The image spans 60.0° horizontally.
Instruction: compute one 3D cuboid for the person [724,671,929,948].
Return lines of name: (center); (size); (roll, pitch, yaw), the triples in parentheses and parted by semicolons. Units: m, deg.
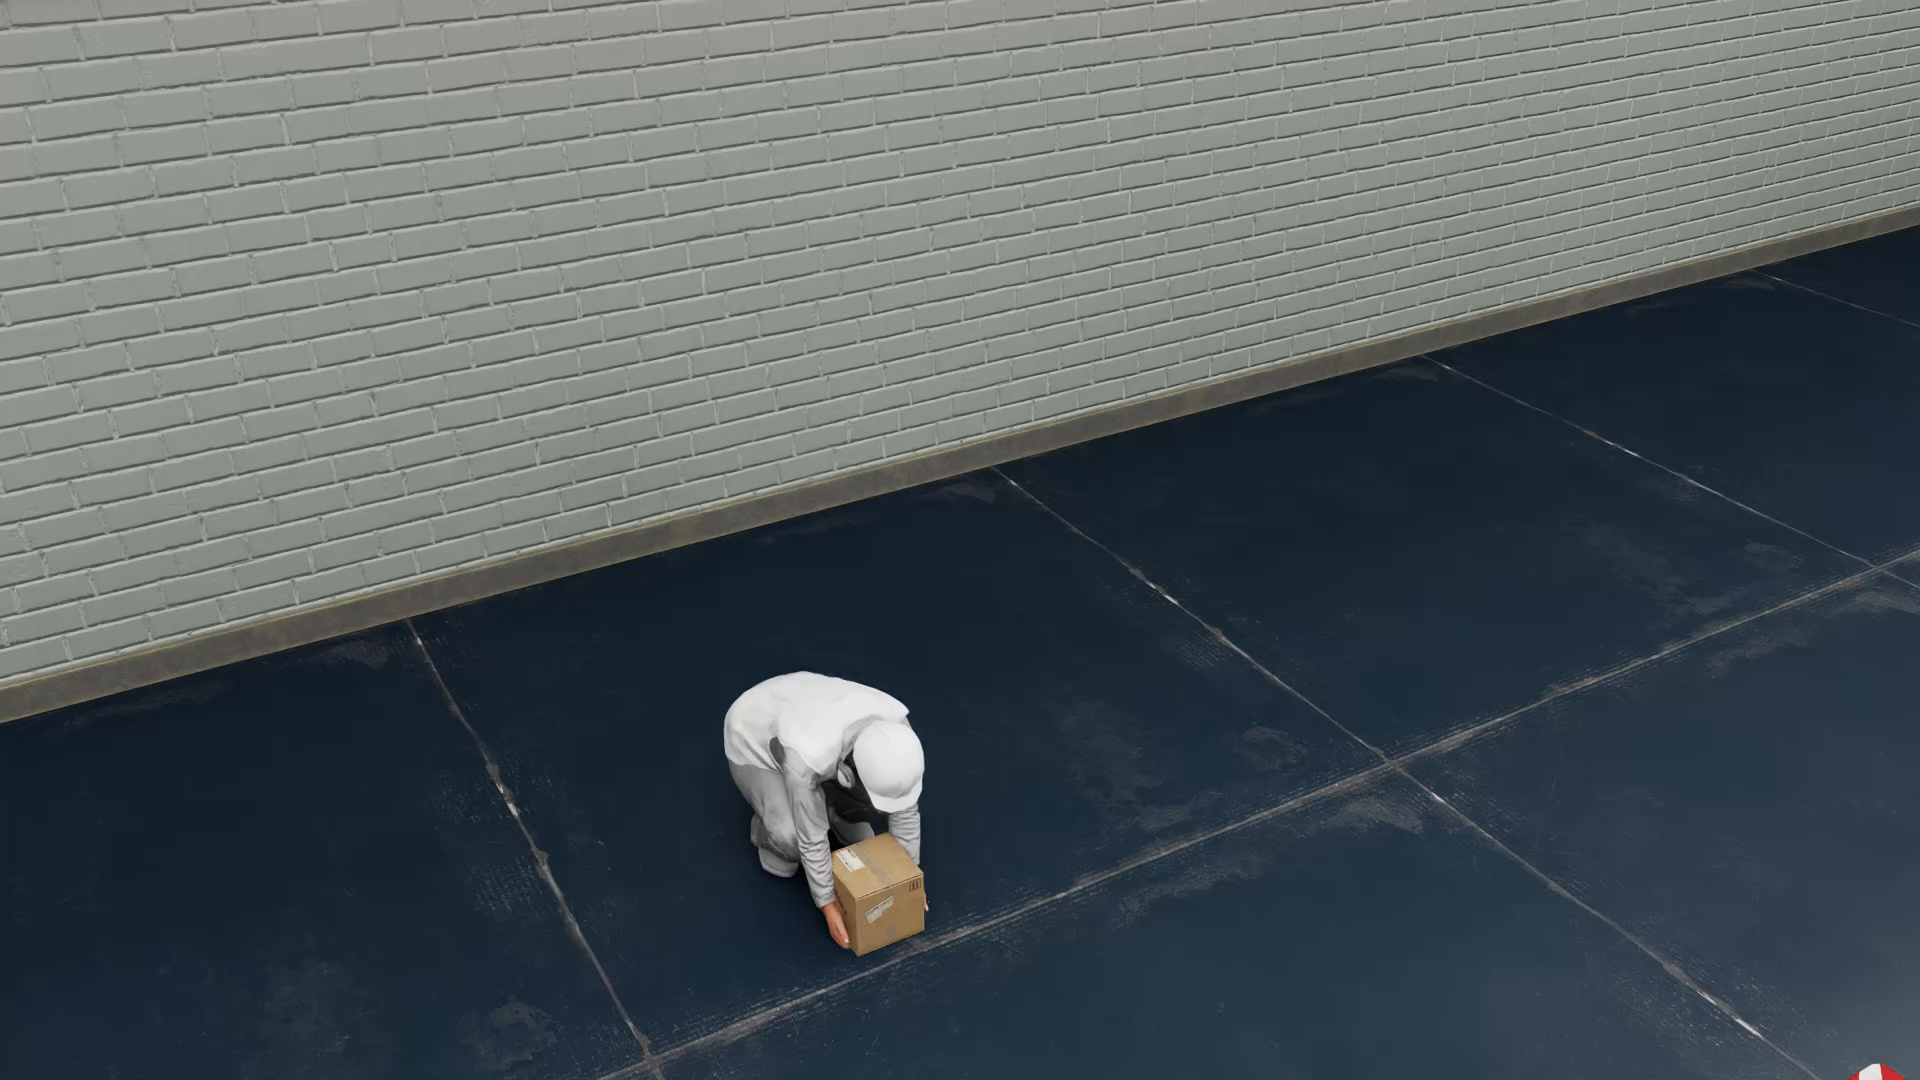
person: (-0.439, 0.831, 5.649); (0.528, 0.862, 0.945); (-16, 33, -26)
